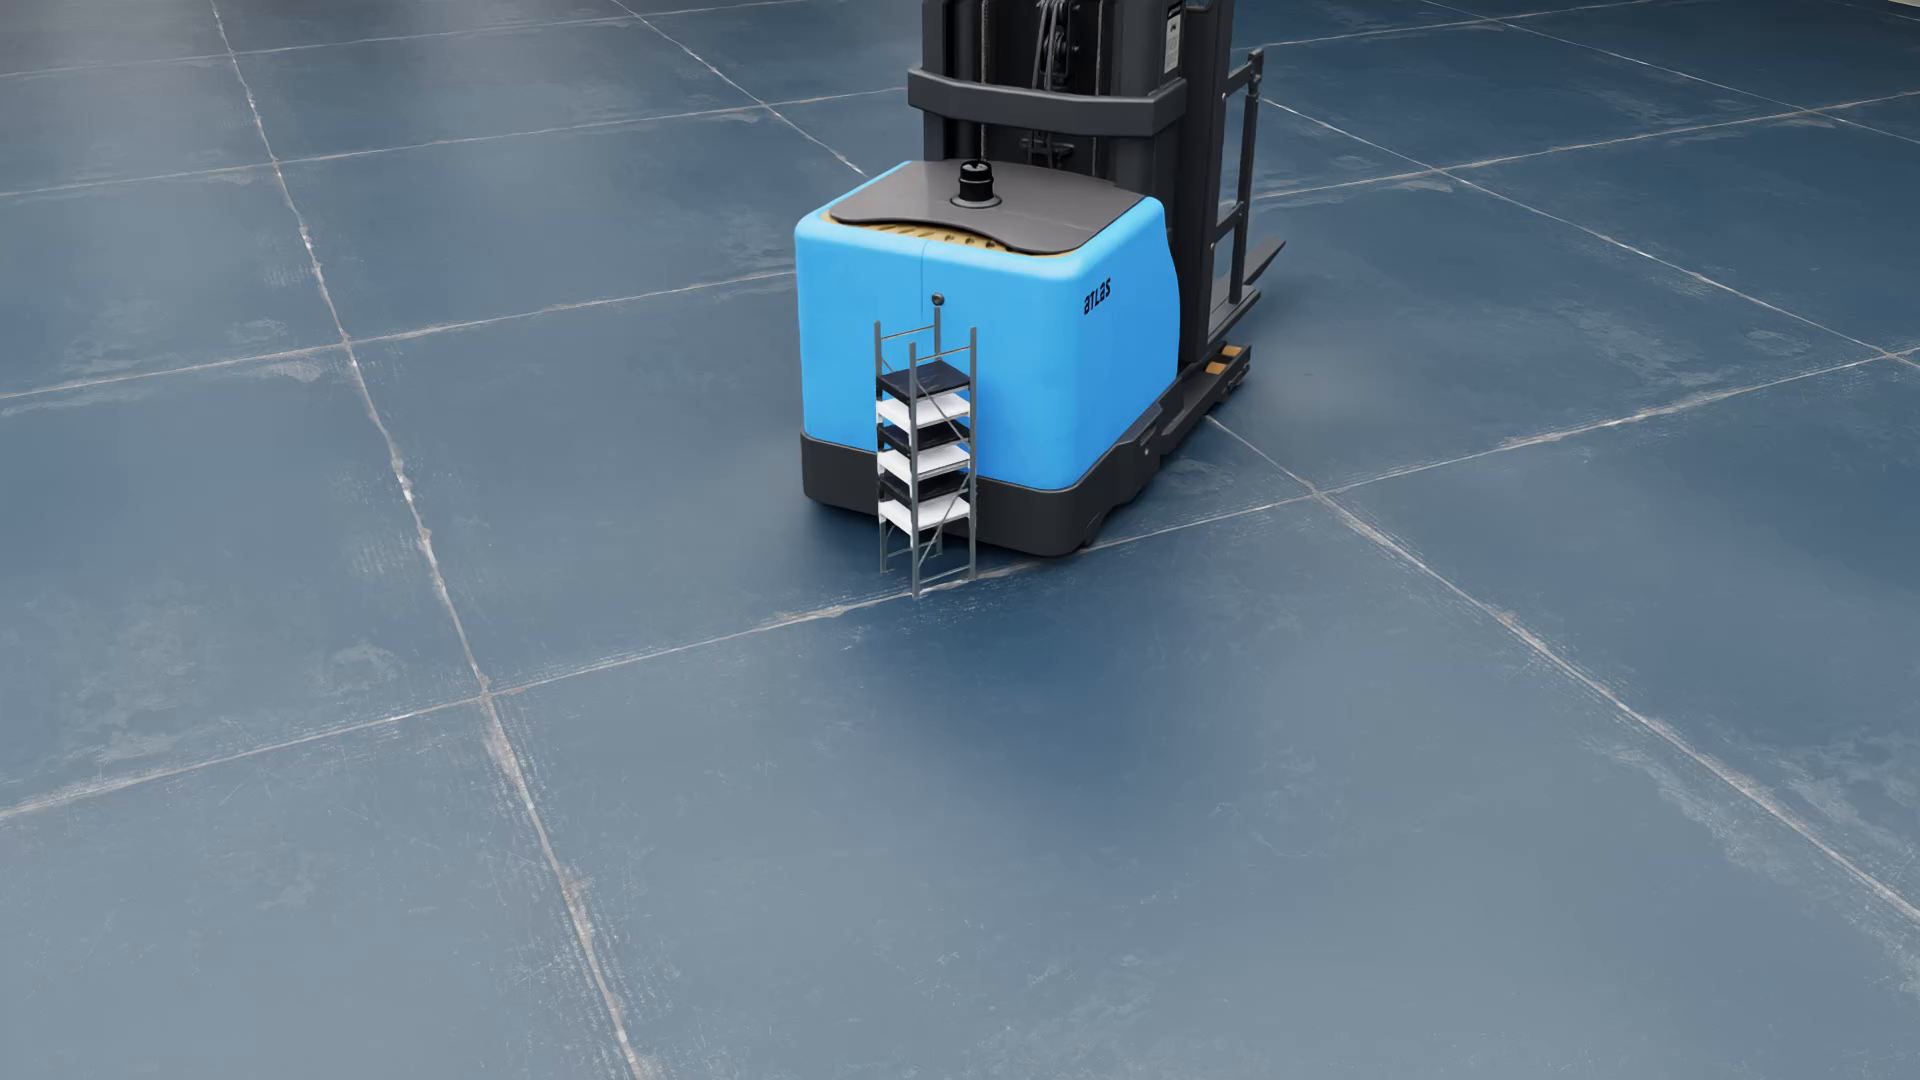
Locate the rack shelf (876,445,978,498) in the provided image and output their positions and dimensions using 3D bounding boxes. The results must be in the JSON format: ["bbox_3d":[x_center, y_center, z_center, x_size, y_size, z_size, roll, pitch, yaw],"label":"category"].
[{"bbox_3d":[-0.106,-0.239,5.325,0.258,0.077,0.200,-18,34,-29],"label":"rack shelf"}]

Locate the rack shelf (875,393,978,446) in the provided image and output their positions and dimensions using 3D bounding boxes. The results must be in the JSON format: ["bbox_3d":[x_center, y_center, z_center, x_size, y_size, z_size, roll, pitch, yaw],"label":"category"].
[{"bbox_3d":[-0.106,-0.396,5.237,0.258,0.077,0.200,-18,34,-29],"label":"rack shelf"}]

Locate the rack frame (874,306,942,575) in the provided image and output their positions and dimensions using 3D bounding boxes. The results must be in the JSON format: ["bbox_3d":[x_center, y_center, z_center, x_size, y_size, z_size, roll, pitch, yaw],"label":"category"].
[{"bbox_3d":[-0.162,-0.310,5.382,0.240,0.900,0.006,-18,34,-29],"label":"rack frame"}]

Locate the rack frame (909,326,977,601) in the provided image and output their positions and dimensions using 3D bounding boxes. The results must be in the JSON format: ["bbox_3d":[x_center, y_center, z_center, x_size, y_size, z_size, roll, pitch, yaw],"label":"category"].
[{"bbox_3d":[-0.050,-0.227,5.234,0.240,0.900,0.006,-18,34,-29],"label":"rack frame"}]

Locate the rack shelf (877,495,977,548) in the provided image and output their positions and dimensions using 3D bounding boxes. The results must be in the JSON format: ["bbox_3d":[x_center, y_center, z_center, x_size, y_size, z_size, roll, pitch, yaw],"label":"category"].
[{"bbox_3d":[-0.106,-0.082,5.413,0.258,0.077,0.200,-18,34,-29],"label":"rack shelf"}]

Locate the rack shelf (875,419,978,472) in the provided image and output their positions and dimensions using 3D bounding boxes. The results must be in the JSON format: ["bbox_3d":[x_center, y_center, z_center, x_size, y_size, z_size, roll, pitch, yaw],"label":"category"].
[{"bbox_3d":[-0.106,-0.318,5.281,0.258,0.077,0.200,-18,34,-29],"label":"rack shelf"}]

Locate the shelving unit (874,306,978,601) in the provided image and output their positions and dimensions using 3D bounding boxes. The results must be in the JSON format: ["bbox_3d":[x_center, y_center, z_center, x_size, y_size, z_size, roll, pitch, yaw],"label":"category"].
[{"bbox_3d":[-0.106,-0.268,5.308,0.258,0.900,0.210,-18,34,-29],"label":"shelving unit"}]

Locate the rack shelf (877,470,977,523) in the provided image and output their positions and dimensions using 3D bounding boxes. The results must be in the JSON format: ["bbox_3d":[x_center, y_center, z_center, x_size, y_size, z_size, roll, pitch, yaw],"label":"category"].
[{"bbox_3d":[-0.106,-0.161,5.369,0.258,0.077,0.200,-18,34,-29],"label":"rack shelf"}]

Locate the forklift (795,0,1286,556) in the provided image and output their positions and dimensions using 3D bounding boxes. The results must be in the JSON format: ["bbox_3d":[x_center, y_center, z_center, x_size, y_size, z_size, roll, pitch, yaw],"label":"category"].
[{"bbox_3d":[0.553,-1.920,6.177,1.130,2.935,3.031,14,32,23],"label":"forklift"}]

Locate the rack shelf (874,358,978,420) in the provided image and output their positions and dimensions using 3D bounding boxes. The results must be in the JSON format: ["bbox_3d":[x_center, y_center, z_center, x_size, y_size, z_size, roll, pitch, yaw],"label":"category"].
[{"bbox_3d":[-0.106,-0.475,5.193,0.258,0.077,0.200,-18,34,-29],"label":"rack shelf"}]
